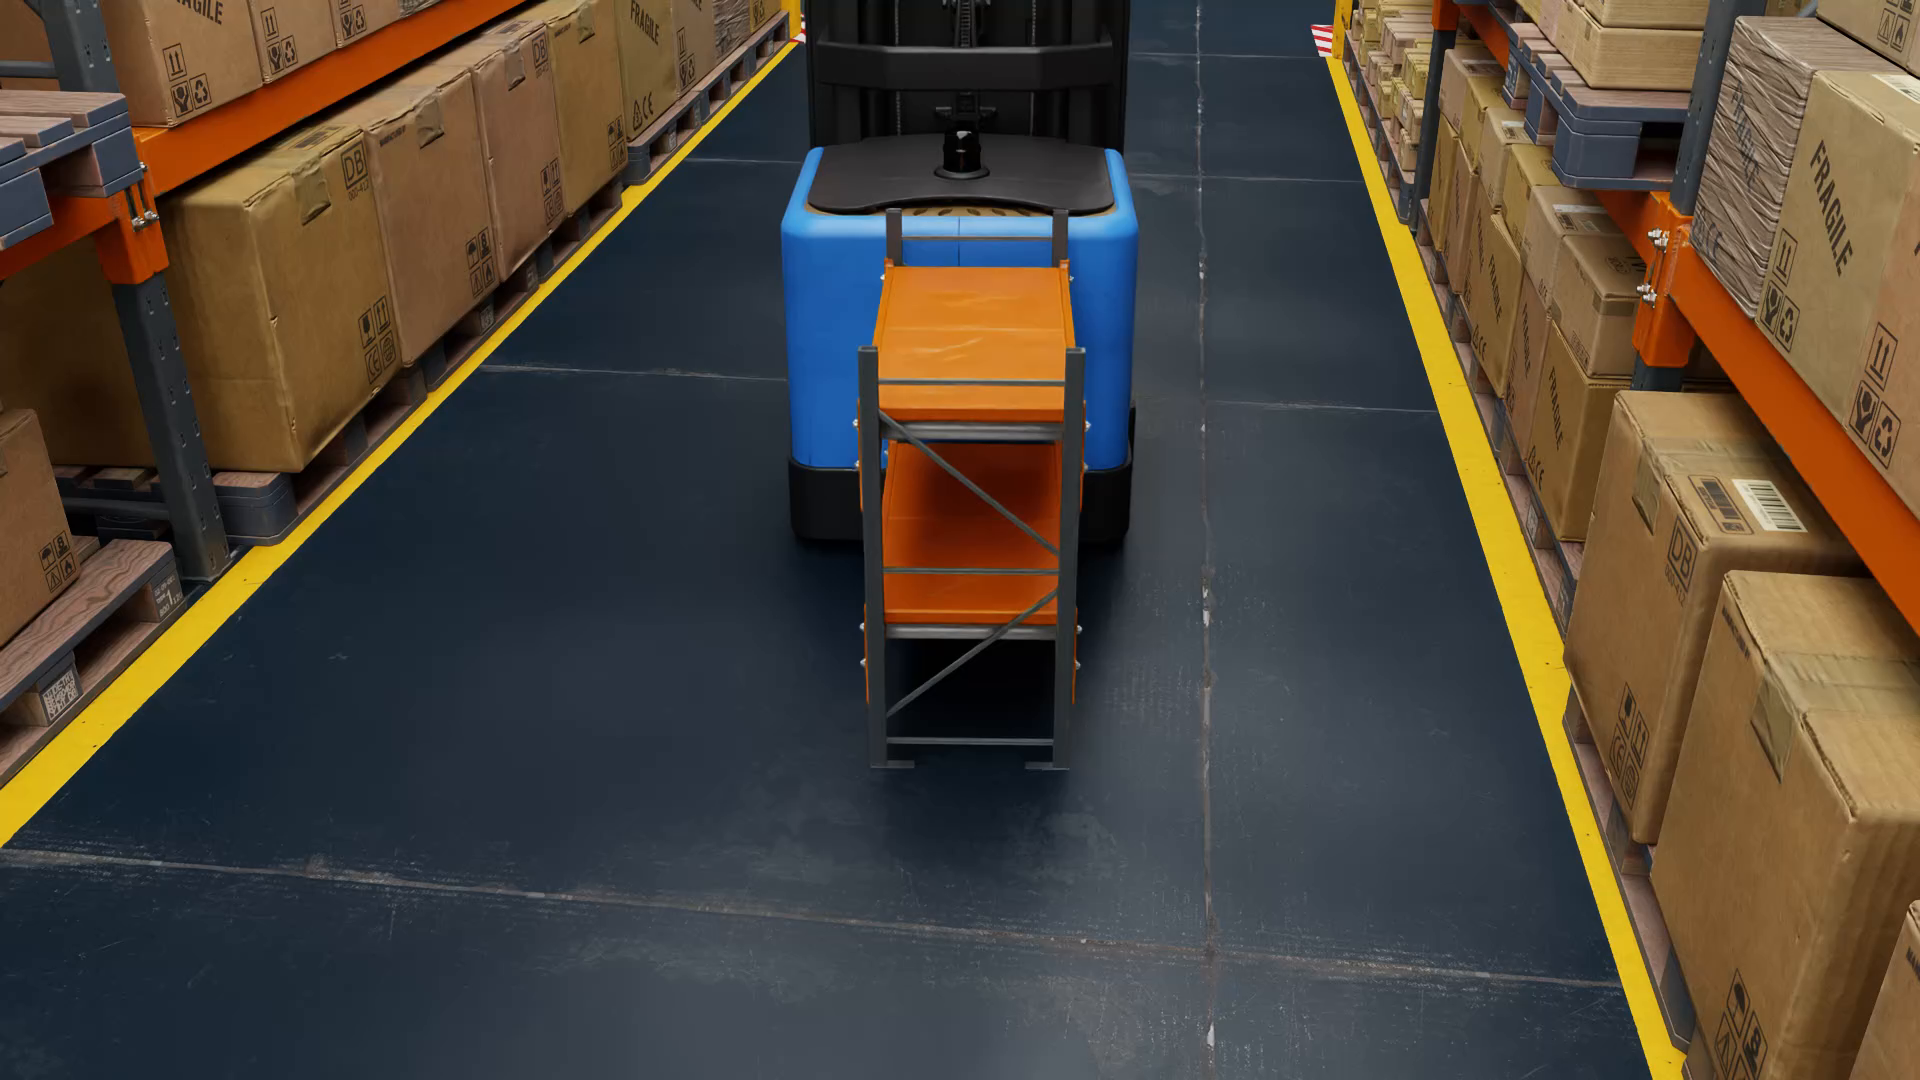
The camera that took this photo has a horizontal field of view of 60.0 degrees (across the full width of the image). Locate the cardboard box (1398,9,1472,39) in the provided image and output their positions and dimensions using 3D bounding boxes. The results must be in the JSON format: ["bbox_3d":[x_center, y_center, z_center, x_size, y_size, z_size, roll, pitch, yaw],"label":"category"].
[{"bbox_3d":[2.677,-2.894,9.394,0.380,0.149,0.250,3,29,6],"label":"cardboard box"}]

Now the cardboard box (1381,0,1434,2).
[{"bbox_3d":[2.691,-3.139,9.849,0.380,0.149,0.250,4,29,8],"label":"cardboard box"}]

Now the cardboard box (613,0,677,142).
[{"bbox_3d":[-2.084,-2.682,8.863,0.875,0.875,0.875,3,28,6],"label":"cardboard box"}]

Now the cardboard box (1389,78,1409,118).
[{"bbox_3d":[2.425,-2.273,8.556,0.380,0.149,0.250,2,28,4],"label":"cardboard box"}]

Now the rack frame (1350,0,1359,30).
[{"bbox_3d":[3.156,-4.673,10.762,1.000,3.000,0.127,3,28,6],"label":"rack frame"}]

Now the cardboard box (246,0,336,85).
[{"bbox_3d":[-2.344,-1.743,5.218,0.500,0.500,0.500,3,28,5],"label":"cardboard box"}]

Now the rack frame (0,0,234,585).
[{"bbox_3d":[-2.734,-1.243,4.395,1.000,3.000,0.127,3,28,6],"label":"rack frame"}]

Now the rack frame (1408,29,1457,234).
[{"bbox_3d":[2.666,-2.790,7.267,1.000,3.000,0.127,3,28,6],"label":"rack frame"}]

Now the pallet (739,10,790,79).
[{"bbox_3d":[-1.774,-3.400,11.339,1.003,0.211,1.213,3,28,6],"label":"pallet"}]

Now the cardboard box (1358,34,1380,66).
[{"bbox_3d":[2.660,-3.016,10.248,0.380,0.149,0.250,4,29,7],"label":"cardboard box"}]

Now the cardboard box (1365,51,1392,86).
[{"bbox_3d":[2.606,-2.778,9.807,0.380,0.149,0.250,2,28,4],"label":"cardboard box"}]

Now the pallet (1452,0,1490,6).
[{"bbox_3d":[2.428,-2.355,6.660,1.003,0.211,1.213,3,28,6],"label":"pallet"}]

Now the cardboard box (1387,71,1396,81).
[{"bbox_3d":[2.601,-2.531,9.348,0.380,0.149,0.250,4,29,7],"label":"cardboard box"}]

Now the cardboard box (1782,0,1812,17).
[{"bbox_3d":[2.497,-1.434,4.571,0.380,0.149,0.250,5,29,9],"label":"cardboard box"}]

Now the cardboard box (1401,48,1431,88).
[{"bbox_3d":[2.467,-2.405,8.487,0.380,0.149,0.250,3,28,6],"label":"cardboard box"}]

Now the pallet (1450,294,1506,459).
[{"bbox_3d":[2.425,-0.620,6.179,1.003,0.211,1.213,3,28,6],"label":"pallet"}]

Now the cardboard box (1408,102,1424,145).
[{"bbox_3d":[2.389,-2.018,8.082,0.380,0.149,0.250,4,29,7],"label":"cardboard box"}]

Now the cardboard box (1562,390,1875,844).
[{"bbox_3d":[2.012,0.179,3.684,1.050,0.750,0.750,3,28,6],"label":"cardboard box"}]

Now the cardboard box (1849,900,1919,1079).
[{"bbox_3d":[1.795,1.030,2.105,1.050,0.750,0.750,3,28,6],"label":"cardboard box"}]

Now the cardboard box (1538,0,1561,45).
[{"bbox_3d":[1.844,-1.479,4.654,0.380,0.149,0.250,4,29,7],"label":"cardboard box"}]

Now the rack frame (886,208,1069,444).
[{"bbox_3d":[0.047,-0.406,4.818,0.500,1.125,0.032,1,28,1],"label":"rack frame"}]

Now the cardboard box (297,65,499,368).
[{"bbox_3d":[-2.512,-1.236,6.178,1.225,0.875,0.875,3,29,6],"label":"cardboard box"}]

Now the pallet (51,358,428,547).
[{"bbox_3d":[-2.563,-0.382,5.737,1.003,0.211,1.213,3,28,6],"label":"pallet"}]

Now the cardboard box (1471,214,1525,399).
[{"bbox_3d":[2.113,-0.811,5.785,0.500,0.500,0.500,2,28,4],"label":"cardboard box"}]

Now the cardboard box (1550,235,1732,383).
[{"bbox_3d":[2.000,-0.659,4.713,0.500,0.250,0.500,3,28,5],"label":"cardboard box"}]

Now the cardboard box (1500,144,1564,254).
[{"bbox_3d":[2.129,-1.136,5.598,0.500,0.250,0.500,4,29,7],"label":"cardboard box"}]

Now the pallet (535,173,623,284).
[{"bbox_3d":[-2.264,-1.531,7.869,1.003,0.211,1.213,3,28,6],"label":"pallet"}]

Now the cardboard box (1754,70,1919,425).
[{"bbox_3d":[1.794,-0.516,2.941,0.500,0.500,0.500,3,28,6],"label":"cardboard box"}]

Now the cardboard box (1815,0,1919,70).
[{"bbox_3d":[2.111,-1.181,3.120,0.700,0.500,0.500,3,28,6],"label":"cardboard box"}]

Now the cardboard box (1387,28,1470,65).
[{"bbox_3d":[2.517,-2.655,8.952,0.380,0.149,0.250,2,28,4],"label":"cardboard box"}]

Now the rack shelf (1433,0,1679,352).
[{"bbox_3d":[2.421,-1.532,5.690,1.077,0.370,4.000,3,28,6],"label":"rack shelf"}]

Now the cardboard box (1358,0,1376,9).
[{"bbox_3d":[2.682,-3.390,10.316,0.380,0.149,0.250,3,28,6],"label":"cardboard box"}]

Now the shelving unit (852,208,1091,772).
[{"bbox_3d":[0.036,-0.165,4.371,0.538,1.125,1.048,1,28,1],"label":"shelving unit"}]

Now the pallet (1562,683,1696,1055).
[{"bbox_3d":[2.005,0.687,3.753,1.003,0.211,1.213,3,28,6],"label":"pallet"}]

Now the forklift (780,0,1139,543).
[{"bbox_3d":[0.029,-1.941,5.762,1.130,2.935,3.031,1,28,1],"label":"forklift"}]

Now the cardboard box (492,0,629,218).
[{"bbox_3d":[-2.303,-2.073,7.733,1.225,0.875,0.875,3,29,6],"label":"cardboard box"}]

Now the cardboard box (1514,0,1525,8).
[{"bbox_3d":[1.909,-1.723,5.107,0.380,0.149,0.250,2,28,4],"label":"cardboard box"}]

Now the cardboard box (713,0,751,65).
[{"bbox_3d":[-1.865,-3.524,10.427,0.875,0.875,0.875,3,28,6],"label":"cardboard box"}]

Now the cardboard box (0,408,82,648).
[{"bbox_3d":[-2.796,-0.020,4.296,0.700,0.500,0.500,2,28,4],"label":"cardboard box"}]

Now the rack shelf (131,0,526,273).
[{"bbox_3d":[-2.489,-1.868,6.313,1.077,0.370,4.000,3,28,6],"label":"rack shelf"}]

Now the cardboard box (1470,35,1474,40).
[{"bbox_3d":[3.178,-3.104,10.098,0.380,0.149,0.250,3,28,6],"label":"cardboard box"}]

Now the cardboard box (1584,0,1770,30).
[{"bbox_3d":[1.785,-1.372,4.142,0.380,0.149,0.250,4,29,7],"label":"cardboard box"}]

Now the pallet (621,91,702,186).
[{"bbox_3d":[-2.073,-2.252,9.208,1.003,0.211,1.213,3,28,6],"label":"pallet"}]

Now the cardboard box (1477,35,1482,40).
[{"bbox_3d":[3.062,-2.753,9.132,0.380,0.149,0.250,2,28,4],"label":"cardboard box"}]

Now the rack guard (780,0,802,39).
[{"bbox_3d":[-1.751,-3.920,11.999,1.175,0.500,0.348,3,28,6],"label":"rack guard"}]

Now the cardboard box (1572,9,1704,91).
[{"bbox_3d":[1.780,-1.241,4.213,0.380,0.149,0.250,4,29,7],"label":"cardboard box"}]

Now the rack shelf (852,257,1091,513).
[{"bbox_3d":[0.036,-0.423,4.232,0.538,0.278,1.000,1,28,1],"label":"rack shelf"}]

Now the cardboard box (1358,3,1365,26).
[{"bbox_3d":[2.748,-3.377,10.605,0.380,0.149,0.250,3,28,6],"label":"cardboard box"}]

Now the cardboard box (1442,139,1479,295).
[{"bbox_3d":[2.249,-1.293,6.681,0.500,0.500,0.500,5,29,8],"label":"cardboard box"}]

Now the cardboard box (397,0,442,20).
[{"bbox_3d":[-2.221,-2.220,6.102,0.500,0.500,0.500,3,29,6],"label":"cardboard box"}]

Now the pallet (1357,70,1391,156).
[{"bbox_3d":[2.860,-2.457,9.588,1.003,0.211,1.213,3,28,6],"label":"pallet"}]

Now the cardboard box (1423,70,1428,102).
[{"bbox_3d":[2.451,-2.165,8.041,0.380,0.149,0.250,4,29,8],"label":"cardboard box"}]

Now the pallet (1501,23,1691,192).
[{"bbox_3d":[2.158,-1.165,4.452,1.213,0.211,1.003,3,28,6],"label":"pallet"}]

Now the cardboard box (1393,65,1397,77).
[{"bbox_3d":[2.618,-2.632,9.221,0.380,0.149,0.250,2,28,4],"label":"cardboard box"}]

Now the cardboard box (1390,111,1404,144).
[{"bbox_3d":[2.459,-2.170,8.679,0.380,0.149,0.250,2,28,5],"label":"cardboard box"}]

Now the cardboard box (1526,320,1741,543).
[{"bbox_3d":[1.997,-0.317,4.868,0.500,0.500,0.500,3,28,6],"label":"cardboard box"}]

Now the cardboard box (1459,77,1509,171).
[{"bbox_3d":[2.251,-1.622,6.500,0.500,0.250,0.500,4,29,8],"label":"cardboard box"}]
